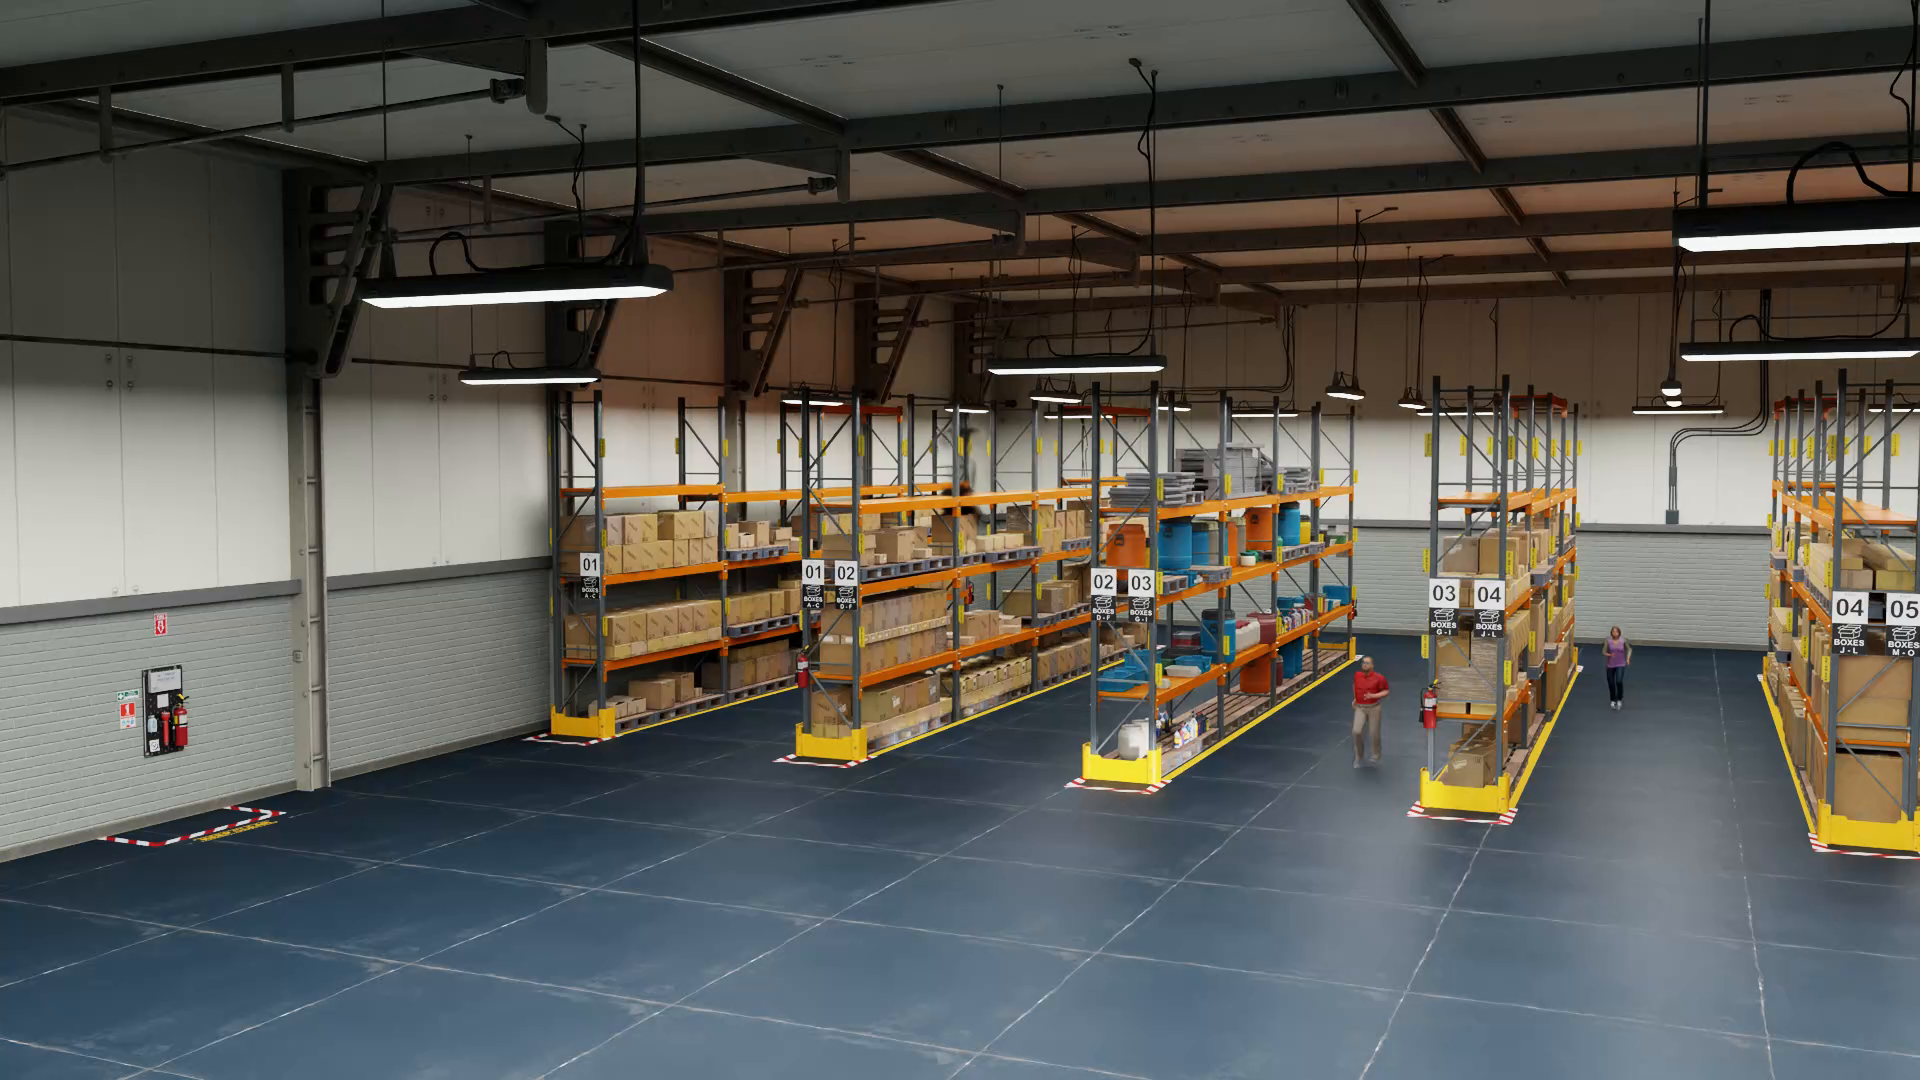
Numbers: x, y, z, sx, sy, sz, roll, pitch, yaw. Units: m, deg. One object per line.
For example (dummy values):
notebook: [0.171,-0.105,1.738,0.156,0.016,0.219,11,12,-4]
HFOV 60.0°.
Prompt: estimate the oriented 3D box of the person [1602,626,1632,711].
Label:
person: [12.532,2.446,31.771,0.509,1.604,0.667,2,4,27]

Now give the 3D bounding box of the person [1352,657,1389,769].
person: [6.414,2.717,26.059,0.640,1.791,0.752,2,4,34]
